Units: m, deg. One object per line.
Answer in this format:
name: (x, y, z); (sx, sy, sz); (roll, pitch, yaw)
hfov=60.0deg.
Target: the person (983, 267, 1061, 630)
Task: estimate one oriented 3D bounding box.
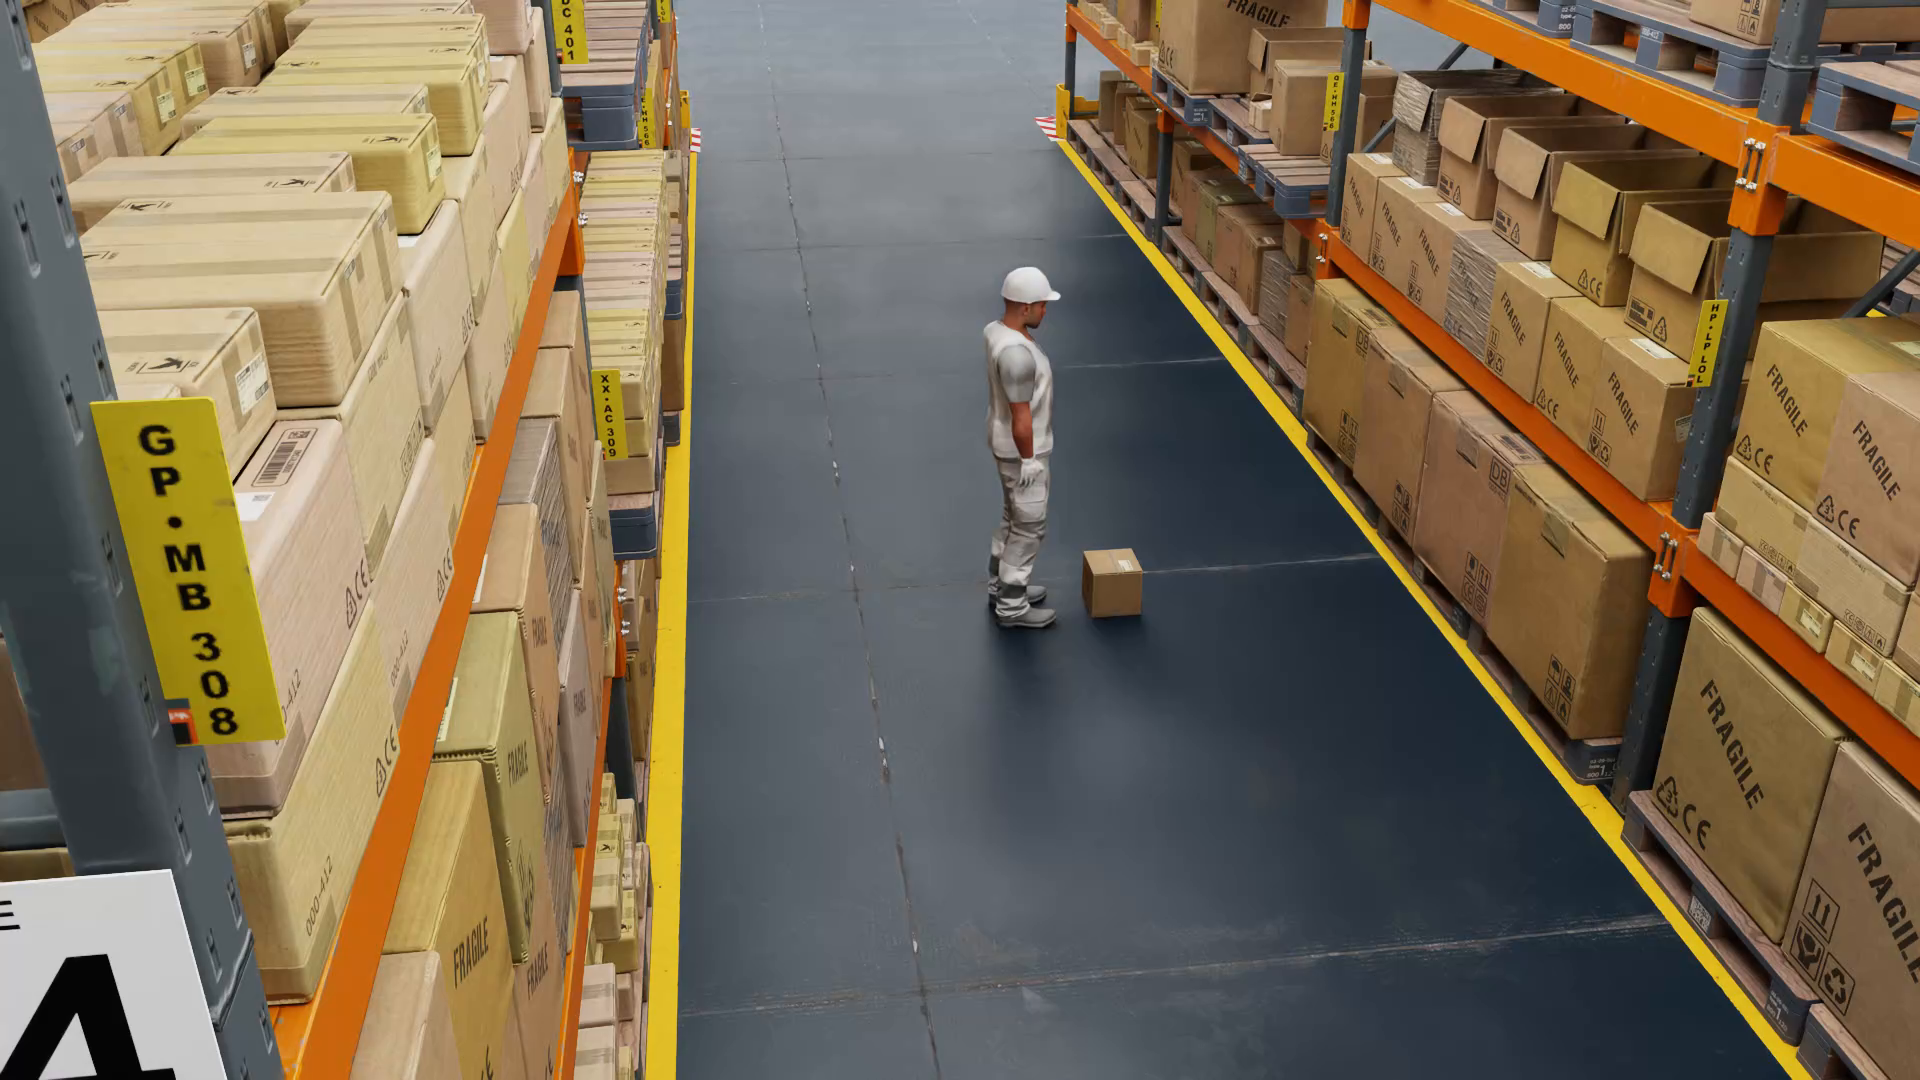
person: (0.290, -0.443, 7.973); (0.351, 1.777, 0.528); (-3, 27, -6)
